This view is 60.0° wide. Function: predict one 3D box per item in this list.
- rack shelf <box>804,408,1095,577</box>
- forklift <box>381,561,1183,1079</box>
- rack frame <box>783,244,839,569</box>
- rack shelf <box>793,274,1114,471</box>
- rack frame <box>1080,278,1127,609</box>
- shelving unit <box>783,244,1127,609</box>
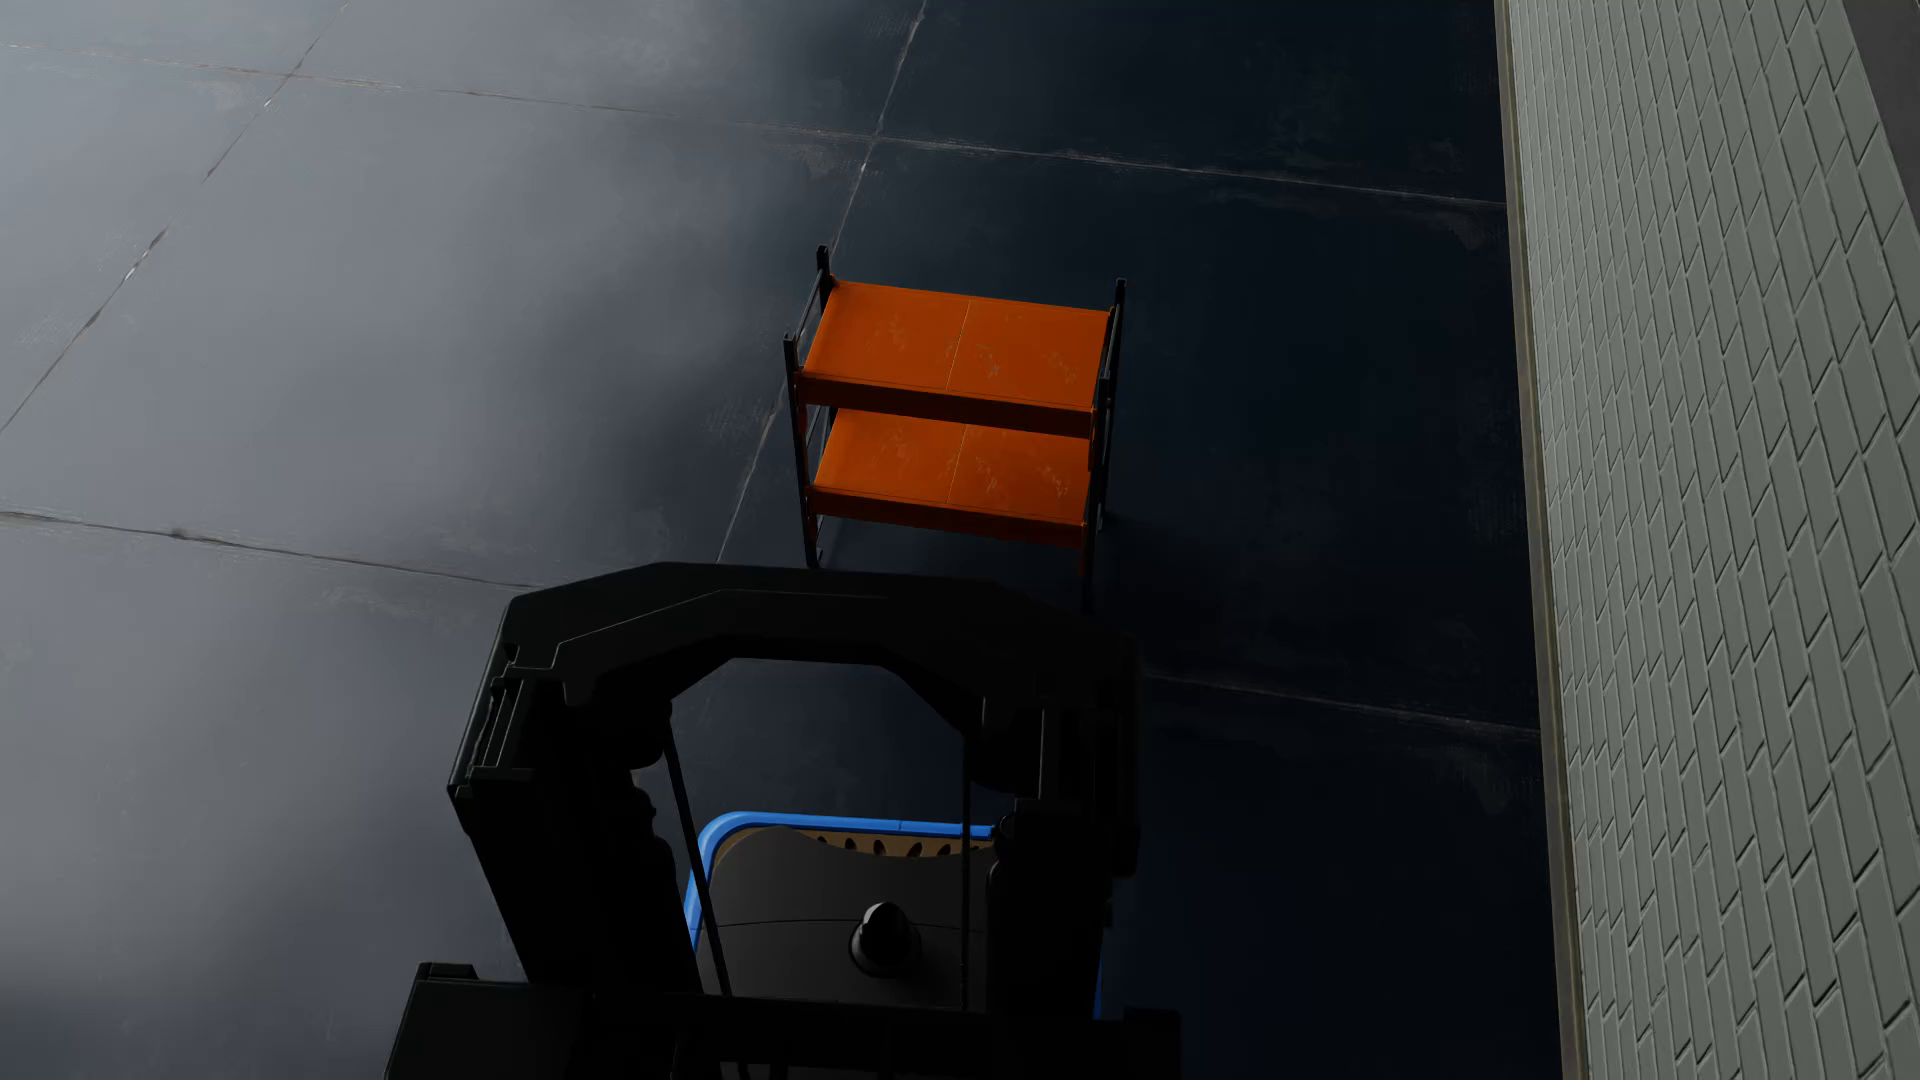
[{"bbox_3d":[-0.007,-0.213,6.014,1.000,0.278,0.538,8,49,7],"label":"rack shelf"},{"bbox_3d":[-0.253,1.540,2.895,1.130,2.935,3.031,3,48,3],"label":"forklift"},{"bbox_3d":[-0.507,-0.444,5.893,0.032,1.125,0.500,8,49,7],"label":"rack frame"},{"bbox_3d":[-0.007,-0.572,5.615,1.000,0.278,0.538,8,49,7],"label":"rack shelf"},{"bbox_3d":[0.494,-0.310,5.772,0.032,1.125,0.500,8,49,7],"label":"rack frame"},{"bbox_3d":[-0.007,-0.377,5.832,1.048,1.125,0.538,8,49,7],"label":"shelving unit"}]
